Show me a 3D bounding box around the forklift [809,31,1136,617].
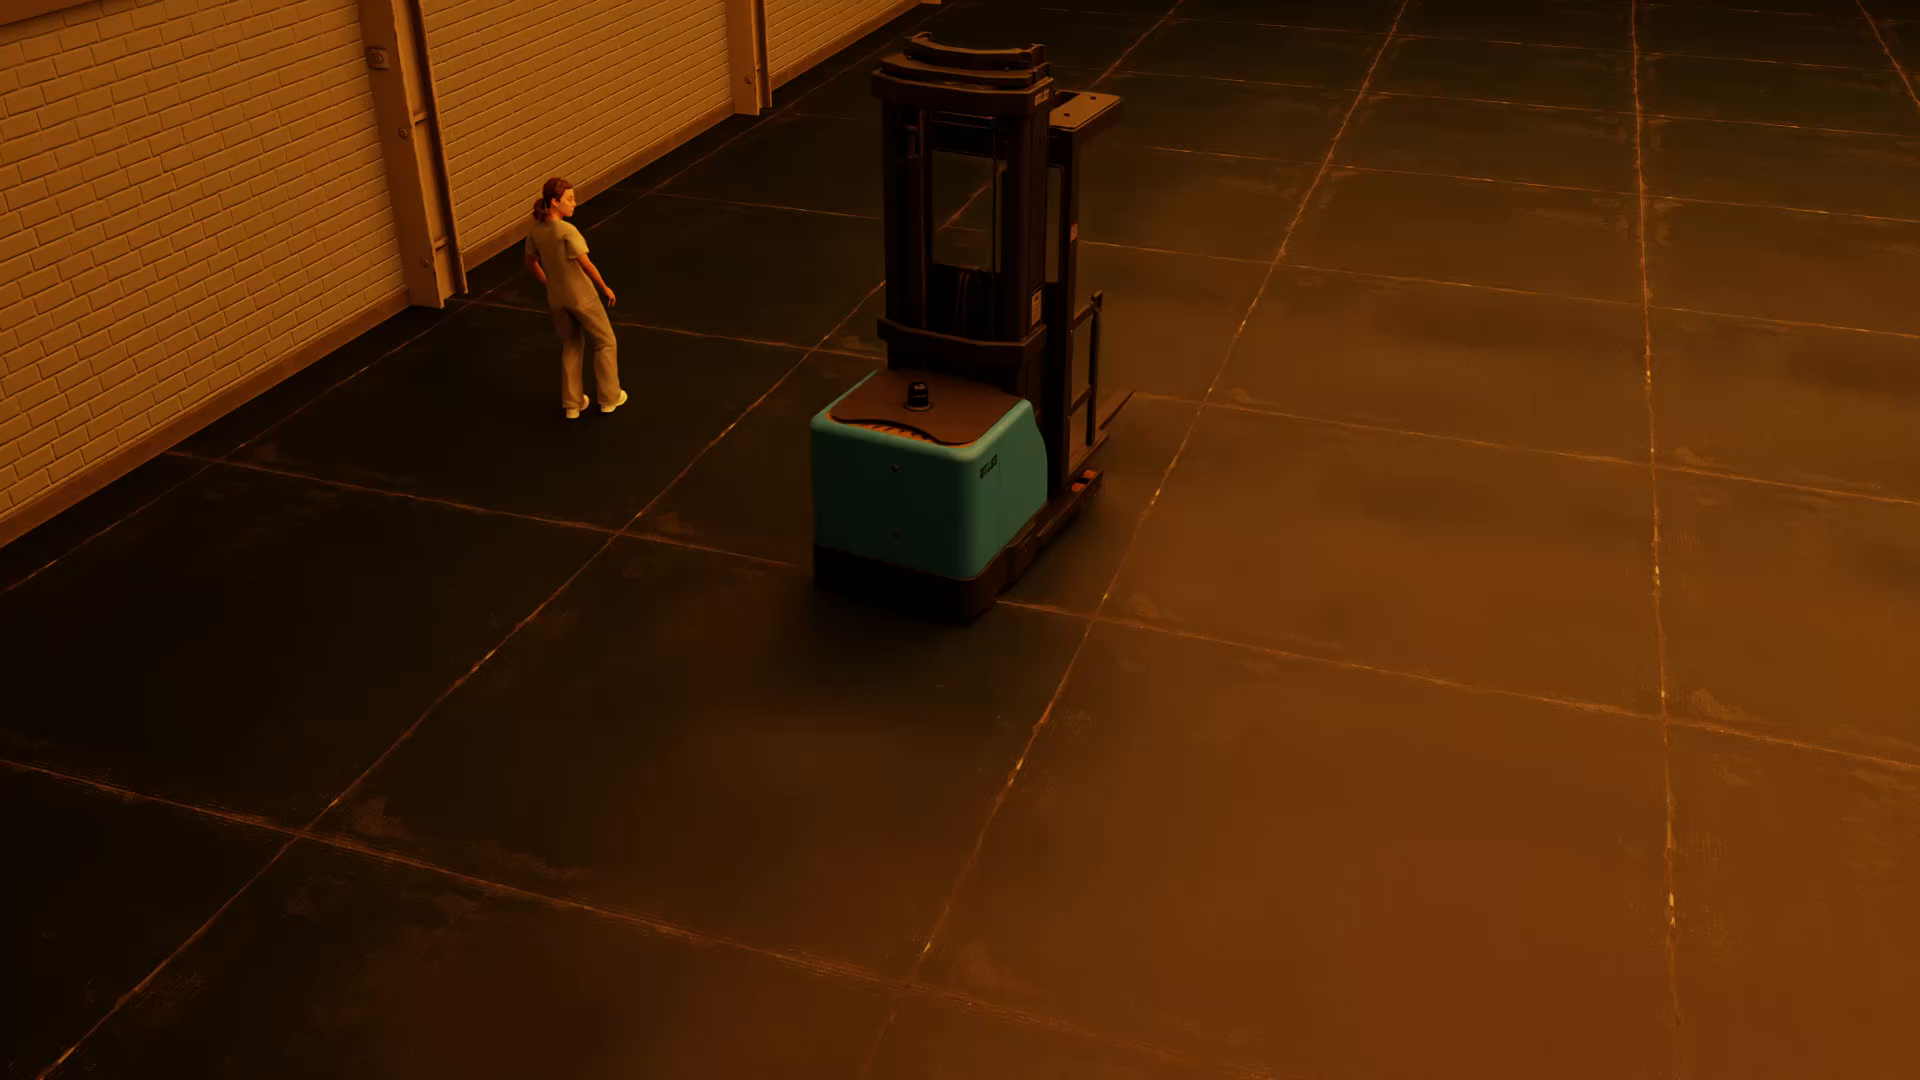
[{"bbox_3d":[0.256,-1.552,9.860,1.130,2.935,3.031,14,32,22],"label":"forklift"}]

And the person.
[{"bbox_3d":[-2.615,-1.655,11.338,0.639,1.649,0.481,13,32,21],"label":"person"}]
